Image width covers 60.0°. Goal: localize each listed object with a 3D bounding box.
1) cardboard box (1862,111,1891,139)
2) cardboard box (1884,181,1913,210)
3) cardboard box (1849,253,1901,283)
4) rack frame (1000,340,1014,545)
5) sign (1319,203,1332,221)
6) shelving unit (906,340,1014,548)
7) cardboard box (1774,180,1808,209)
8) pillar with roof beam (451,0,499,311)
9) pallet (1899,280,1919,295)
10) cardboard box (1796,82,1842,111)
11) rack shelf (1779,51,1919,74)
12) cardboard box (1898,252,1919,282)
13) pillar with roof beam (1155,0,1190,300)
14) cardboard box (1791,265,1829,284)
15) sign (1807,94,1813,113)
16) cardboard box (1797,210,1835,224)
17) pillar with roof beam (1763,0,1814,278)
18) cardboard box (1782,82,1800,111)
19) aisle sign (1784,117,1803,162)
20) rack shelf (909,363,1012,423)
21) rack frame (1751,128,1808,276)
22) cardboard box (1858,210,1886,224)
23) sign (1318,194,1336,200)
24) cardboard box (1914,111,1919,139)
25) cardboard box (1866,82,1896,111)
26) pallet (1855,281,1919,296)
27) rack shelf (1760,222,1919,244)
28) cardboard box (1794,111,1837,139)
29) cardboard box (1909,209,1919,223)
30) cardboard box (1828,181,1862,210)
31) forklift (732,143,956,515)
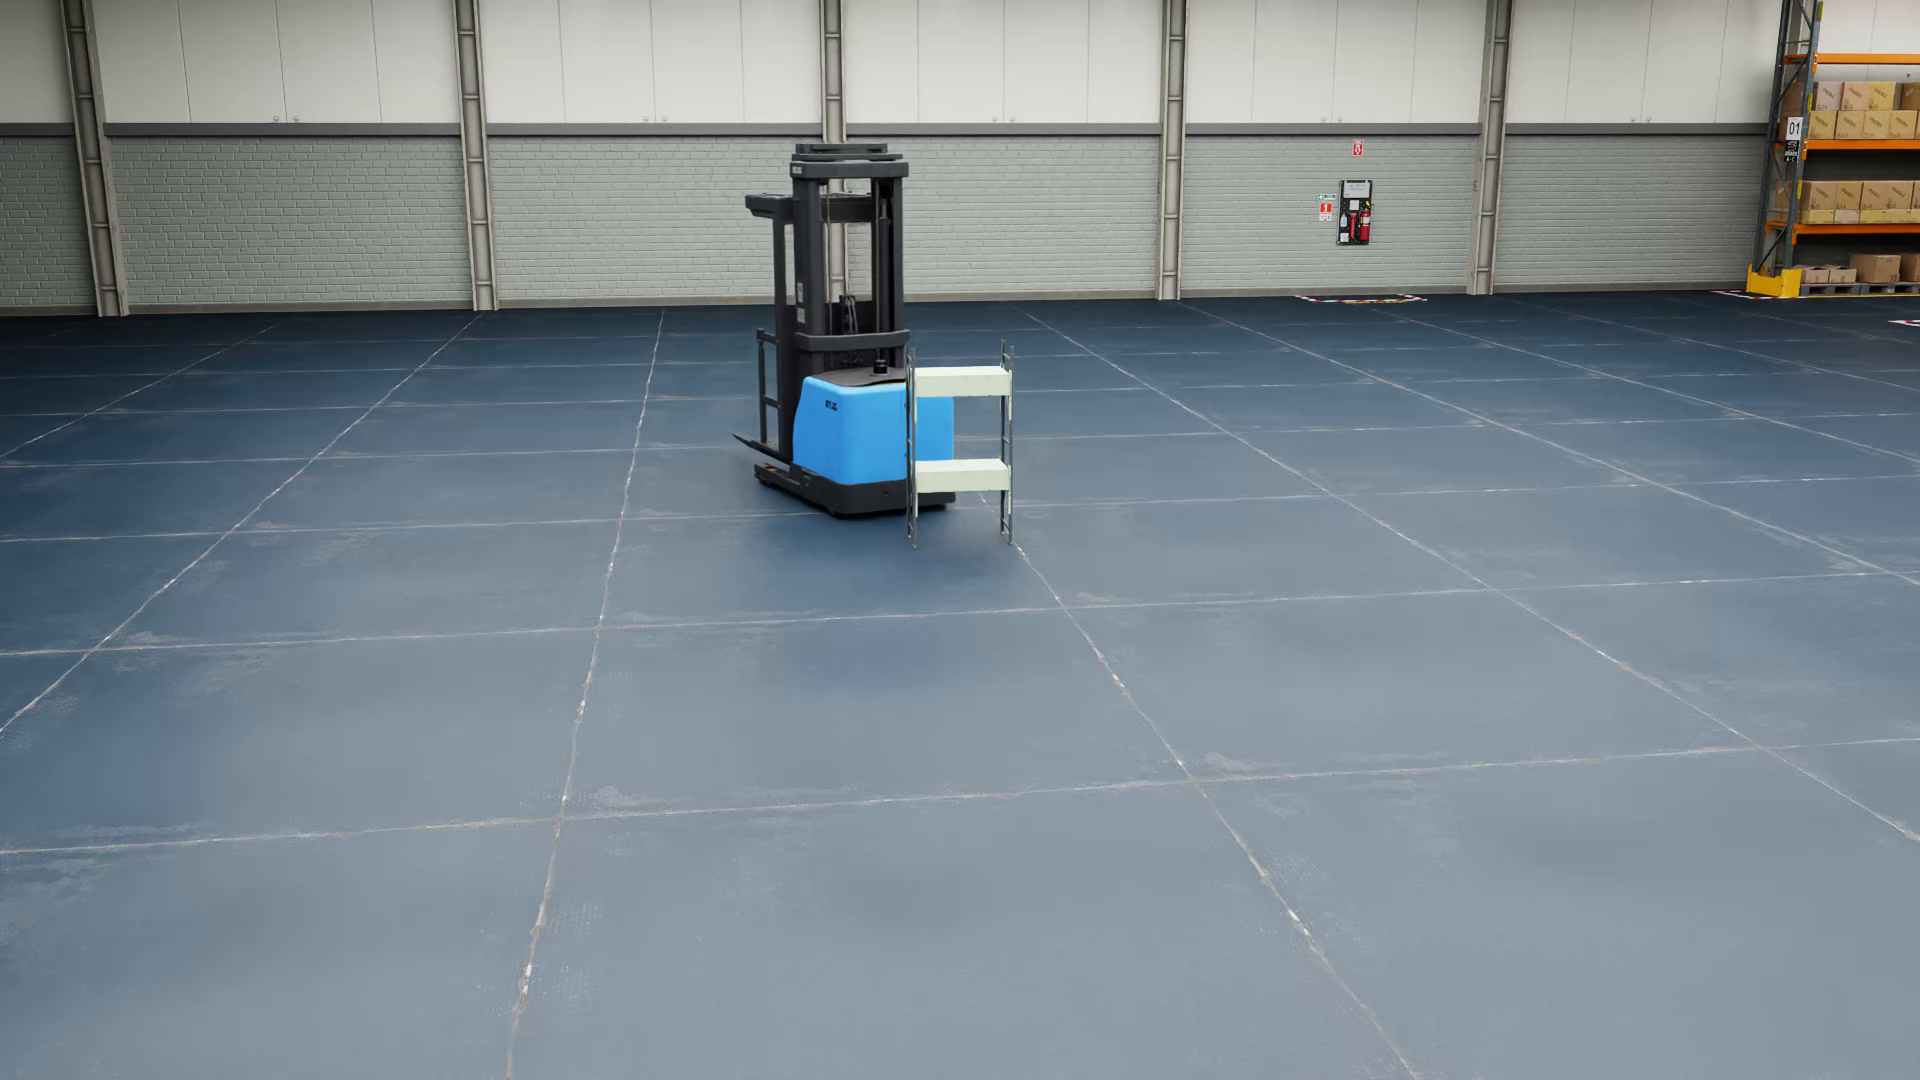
[{"bbox_3d":[16.482,-7.534,30.185,0.500,0.500,0.500,-1,14,-6],"label":"cardboard box"},{"bbox_3d":[17.093,-6.338,30.555,0.500,0.500,0.500,-2,14,-7],"label":"cardboard box"},{"bbox_3d":[17.059,-5.078,31.038,0.500,0.500,0.700,-3,14,-12],"label":"cardboard box"},{"bbox_3d":[0.355,-0.740,12.591,0.023,1.500,0.400,-2,14,-8],"label":"rack frame"},{"bbox_3d":[6.684,-5.996,30.391,0.234,0.329,0.001,-2,14,-8],"label":"sign"},{"bbox_3d":[-0.007,-0.727,12.538,0.755,1.500,0.431,-2,14,-8],"label":"shelving unit"},{"bbox_3d":[15.500,-6.407,30.830,0.500,0.500,0.500,-2,14,-9],"label":"cardboard box"},{"bbox_3d":[-7.462,-7.277,23.237,0.400,9.000,9.100,-2,14,-8],"label":"pillar with roof beam"},{"bbox_3d":[18.362,-4.798,31.420,1.213,0.211,1.003,-2,14,-8],"label":"pallet"},{"bbox_3d":[15.482,-7.992,29.955,0.500,0.500,0.500,-3,14,-12],"label":"cardboard box"},{"bbox_3d":[17.043,-8.670,30.281,4.000,0.370,1.077,-2,14,-8],"label":"rack shelf"},{"bbox_3d":[18.000,-5.137,31.274,0.500,0.500,0.500,-3,14,-13],"label":"cardboard box"},{"bbox_3d":[4.404,-7.711,24.971,0.400,9.000,9.100,-2,14,-8],"label":"pillar with roof beam"},{"bbox_3d":[15.763,-4.951,30.921,0.500,0.311,0.500,-4,15,-15],"label":"cardboard box"},{"bbox_3d":[15.146,-7.787,29.642,0.005,0.325,0.100,-2,14,-8],"label":"sign"},{"bbox_3d":[15.595,-5.917,30.415,0.500,0.250,0.500,-3,14,-10],"label":"cardboard box"},{"bbox_3d":[16.270,-8.146,26.705,0.400,9.000,9.100,-2,14,-8],"label":"pillar with roof beam"},{"bbox_3d":[15.453,-8.115,30.445,0.500,0.500,0.500,-1,14,-6],"label":"cardboard box"},{"bbox_3d":[15.039,-7.225,30.019,0.004,0.787,0.394,-2,14,-8],"label":"aisle sign"},{"bbox_3d":[-0.007,-1.106,12.443,0.720,0.370,0.431,-2,14,-8],"label":"rack shelf"},{"bbox_3d":[15.065,-6.038,30.633,0.127,3.000,1.000,-2,14,-8],"label":"rack frame"},{"bbox_3d":[16.611,-5.956,30.572,0.500,0.250,0.500,-2,14,-9],"label":"cardboard box"},{"bbox_3d":[6.690,-6.251,30.319,0.331,0.109,0.001,-2,14,-8],"label":"sign"},{"bbox_3d":[17.514,-7.574,30.345,0.500,0.500,0.500,-3,14,-11],"label":"cardboard box"},{"bbox_3d":[16.491,-8.019,30.064,0.500,0.500,0.500,-2,14,-7],"label":"cardboard box"},{"bbox_3d":[17.153,-4.753,31.240,1.213,0.211,1.003,-2,14,-8],"label":"pallet"},{"bbox_3d":[17.043,-5.762,31.010,4.000,0.370,1.077,-2,14,-8],"label":"rack shelf"},{"bbox_3d":[15.433,-7.504,30.063,0.500,0.500,0.500,-2,14,-7],"label":"cardboard box"},{"bbox_3d":[17.608,-5.992,30.717,0.500,0.250,0.500,-2,14,-9],"label":"cardboard box"},{"bbox_3d":[16.072,-6.300,30.401,0.500,0.500,0.500,-2,14,-8],"label":"cardboard box"},{"bbox_3d":[-1.169,-1.933,14.405,1.130,2.935,3.031,-7,16,-27],"label":"forklift"}]
